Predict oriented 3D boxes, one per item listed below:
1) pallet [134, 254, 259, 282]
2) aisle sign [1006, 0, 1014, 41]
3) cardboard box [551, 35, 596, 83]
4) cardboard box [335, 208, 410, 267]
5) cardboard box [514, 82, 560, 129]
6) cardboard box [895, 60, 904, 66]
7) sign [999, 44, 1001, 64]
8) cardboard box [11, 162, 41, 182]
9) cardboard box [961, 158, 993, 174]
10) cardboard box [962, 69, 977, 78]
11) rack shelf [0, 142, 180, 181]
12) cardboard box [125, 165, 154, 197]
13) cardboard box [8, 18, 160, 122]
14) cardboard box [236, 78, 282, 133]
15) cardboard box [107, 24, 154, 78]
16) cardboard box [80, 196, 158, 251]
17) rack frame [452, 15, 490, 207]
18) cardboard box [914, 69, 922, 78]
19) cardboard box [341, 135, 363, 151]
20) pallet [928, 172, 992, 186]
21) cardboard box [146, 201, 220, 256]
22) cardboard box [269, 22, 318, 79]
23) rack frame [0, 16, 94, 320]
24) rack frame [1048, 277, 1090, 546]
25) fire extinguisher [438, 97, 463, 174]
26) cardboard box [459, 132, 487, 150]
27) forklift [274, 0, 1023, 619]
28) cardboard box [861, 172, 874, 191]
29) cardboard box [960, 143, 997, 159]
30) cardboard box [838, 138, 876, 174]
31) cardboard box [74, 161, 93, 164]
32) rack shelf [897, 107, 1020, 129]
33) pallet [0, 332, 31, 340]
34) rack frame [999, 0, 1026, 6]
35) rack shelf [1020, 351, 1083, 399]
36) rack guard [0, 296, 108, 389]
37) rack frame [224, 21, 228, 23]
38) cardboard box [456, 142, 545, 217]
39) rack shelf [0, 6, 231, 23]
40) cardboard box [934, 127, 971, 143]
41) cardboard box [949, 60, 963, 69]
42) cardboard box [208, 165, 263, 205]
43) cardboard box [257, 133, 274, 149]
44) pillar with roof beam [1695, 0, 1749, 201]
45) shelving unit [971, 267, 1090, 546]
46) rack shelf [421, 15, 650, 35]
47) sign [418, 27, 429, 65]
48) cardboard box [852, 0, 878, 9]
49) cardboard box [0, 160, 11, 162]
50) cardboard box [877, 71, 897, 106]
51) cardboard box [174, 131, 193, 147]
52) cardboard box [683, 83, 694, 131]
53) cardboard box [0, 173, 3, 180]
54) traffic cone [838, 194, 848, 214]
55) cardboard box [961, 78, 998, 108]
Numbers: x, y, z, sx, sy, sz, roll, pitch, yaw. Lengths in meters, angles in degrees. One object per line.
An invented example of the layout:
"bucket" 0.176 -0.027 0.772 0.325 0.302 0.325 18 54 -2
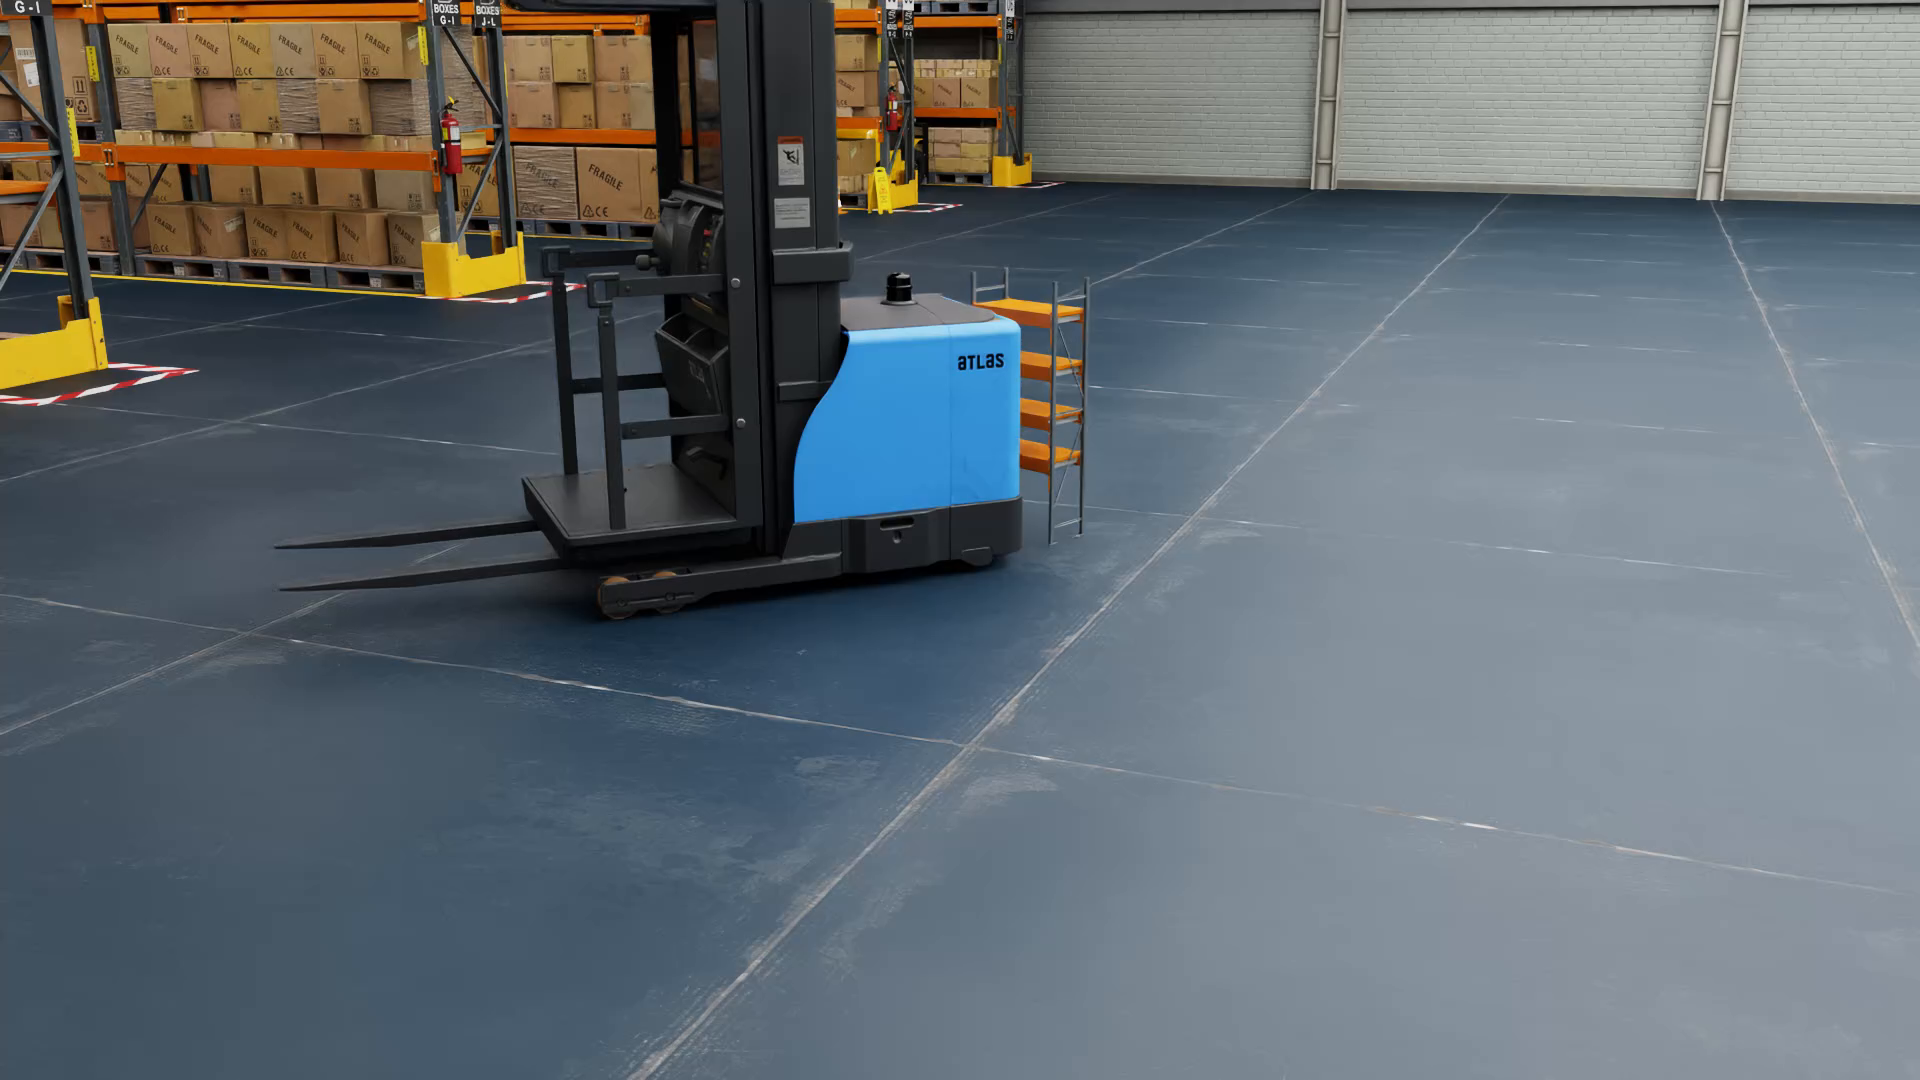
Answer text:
"pallet" -7.644 -2.848 17.105 1.213 0.211 1.003 6 17 21
"aisle sign" 0.847 -8.861 28.153 0.004 0.787 0.394 6 17 21
"cardboard box" -4.535 -5.898 20.402 0.500 0.550 0.875 6 17 21
"cardboard box" -5.704 -2.959 16.217 0.500 0.500 0.500 12 20 35
"cardboard box" -5.041 -5.424 20.708 0.550 0.550 0.875 6 17 21
"cardboard box" -0.946 -8.335 29.129 0.250 0.149 0.380 7 17 21
"sign" 0.681 -8.226 28.127 0.005 0.325 0.100 6 17 21
"cardboard box" -13.220 -5.198 23.929 0.500 0.500 0.500 7 18 23
"cardboard box" 0.340 -6.543 29.009 0.500 0.250 0.500 6 17 21
"cardboard box" 0.219 -8.036 28.632 0.250 0.149 0.380 7 17 22
"rack shelf" -10.142 -4.106 17.727 4.000 0.370 1.077 6 17 21
"cardboard box" -11.279 -4.987 23.201 0.500 0.500 0.500 7 18 23
"cardboard box" -8.969 -4.854 17.185 1.000 1.000 1.000 6 17 21
"cardboard box" -6.482 -4.228 16.146 0.500 0.500 0.875 6 17 21
"cardboard box" -7.956 -4.806 16.341 0.500 0.500 0.500 6 17 21
"cardboard box" -8.845 -3.326 17.444 0.500 0.500 0.700 5 17 16
"rack frame" -6.368 -5.523 21.317 0.127 3.000 1.000 6 17 21
"cardboard box" -0.734 -8.143 28.999 0.250 0.149 0.380 6 17 21
"cardboard box" -5.612 -3.760 15.696 0.250 0.149 0.380 6 17 21
"pallet" 0.166 -6.424 29.422 1.213 0.211 1.003 6 17 21
"cardboard box" -7.924 -3.197 17.035 0.500 0.500 0.500 6 17 19
"cardboard box" -6.094 -4.602 15.640 0.500 0.500 0.500 6 17 21
"rack frame" -6.378 -2.553 11.087 0.127 3.000 1.000 6 17 21
"rack frame" 0.490 -0.573 7.496 0.015 1.200 0.240 15 22 41
"fire extinguisher" -4.623 -3.669 15.071 0.183 0.674 0.296 6 17 21
"cardboard box" -4.738 -3.808 15.861 0.250 0.149 0.380 6 17 21
"forklift" -1.293 -1.260 6.757 3.031 2.935 1.130 -7 18 -22
"cardboard box" -1.573 -5.443 25.222 0.500 0.250 0.500 6 17 20
"cardboard box" 0.326 -6.785 28.949 0.500 0.250 0.500 6 17 20
"cardboard box" -1.596 -5.806 25.125 0.500 0.500 0.500 6 17 19
"cardboard box" -12.250 -5.451 23.456 0.500 0.250 0.500 7 18 23
"rack shelf" -0.967 -7.555 29.606 4.000 0.370 1.077 6 17 21
"pallet" -7.220 -1.294 11.752 1.213 0.211 1.003 6 17 21
"rack frame" 0.893 -10.577 27.965 0.127 3.000 1.000 6 17 21
"rack shelf" 0.314 -0.770 7.614 0.480 0.148 0.258 15 22 41
"rack guard" -6.466 -1.348 11.421 0.348 0.500 1.175 6 17 21
"rack frame" -12.088 -7.635 28.594 0.127 3.000 1.000 6 17 21
"cardboard box" -5.808 -4.622 21.271 0.875 0.875 0.875 7 17 21
"rack shelf" -11.949 -7.232 23.114 4.000 0.370 1.077 6 17 21
"cardboard box" -0.127 -7.074 29.045 0.500 0.250 0.500 7 17 22
"cardboard box" -0.011 -8.217 28.721 0.250 0.149 0.380 7 17 22
"cardboard box" -9.555 -4.968 22.687 0.750 0.750 1.050 6 17 20
"cardboard box" -6.543 -3.862 16.048 0.250 0.149 0.380 6 17 21
"pillar with roof beam" 10.160 -8.537 20.941 0.400 9.000 9.100 6 17 21
"shelving unit" 0.314 -0.620 7.658 0.503 1.200 0.258 15 22 41
"rack shelf" -6.506 -8.117 26.162 4.000 0.370 1.077 6 17 21
"sign" -4.783 -4.403 14.818 0.005 0.325 0.100 6 17 21
"cardboard box" -1.359 -7.692 23.858 0.250 0.149 0.380 6 17 21
"cardboard box" -14.289 -5.592 24.849 0.250 0.149 0.380 7 18 23
"cardboard box" -1.263 -6.719 24.725 0.500 0.500 0.500 6 17 20
"cardboard box" -7.486 -3.956 16.370 0.250 0.149 0.380 6 17 21
"cardboard box" -3.009 -5.212 19.977 0.550 0.550 0.875 6 17 21
"cardboard box" -14.220 -5.266 24.261 0.250 0.149 0.380 7 17 22
"traffic cone" -1.798 -4.899 23.718 0.334 0.463 0.336 6 17 21
"cardboard box" 0.339 -7.726 28.726 0.500 0.500 0.500 6 17 19
